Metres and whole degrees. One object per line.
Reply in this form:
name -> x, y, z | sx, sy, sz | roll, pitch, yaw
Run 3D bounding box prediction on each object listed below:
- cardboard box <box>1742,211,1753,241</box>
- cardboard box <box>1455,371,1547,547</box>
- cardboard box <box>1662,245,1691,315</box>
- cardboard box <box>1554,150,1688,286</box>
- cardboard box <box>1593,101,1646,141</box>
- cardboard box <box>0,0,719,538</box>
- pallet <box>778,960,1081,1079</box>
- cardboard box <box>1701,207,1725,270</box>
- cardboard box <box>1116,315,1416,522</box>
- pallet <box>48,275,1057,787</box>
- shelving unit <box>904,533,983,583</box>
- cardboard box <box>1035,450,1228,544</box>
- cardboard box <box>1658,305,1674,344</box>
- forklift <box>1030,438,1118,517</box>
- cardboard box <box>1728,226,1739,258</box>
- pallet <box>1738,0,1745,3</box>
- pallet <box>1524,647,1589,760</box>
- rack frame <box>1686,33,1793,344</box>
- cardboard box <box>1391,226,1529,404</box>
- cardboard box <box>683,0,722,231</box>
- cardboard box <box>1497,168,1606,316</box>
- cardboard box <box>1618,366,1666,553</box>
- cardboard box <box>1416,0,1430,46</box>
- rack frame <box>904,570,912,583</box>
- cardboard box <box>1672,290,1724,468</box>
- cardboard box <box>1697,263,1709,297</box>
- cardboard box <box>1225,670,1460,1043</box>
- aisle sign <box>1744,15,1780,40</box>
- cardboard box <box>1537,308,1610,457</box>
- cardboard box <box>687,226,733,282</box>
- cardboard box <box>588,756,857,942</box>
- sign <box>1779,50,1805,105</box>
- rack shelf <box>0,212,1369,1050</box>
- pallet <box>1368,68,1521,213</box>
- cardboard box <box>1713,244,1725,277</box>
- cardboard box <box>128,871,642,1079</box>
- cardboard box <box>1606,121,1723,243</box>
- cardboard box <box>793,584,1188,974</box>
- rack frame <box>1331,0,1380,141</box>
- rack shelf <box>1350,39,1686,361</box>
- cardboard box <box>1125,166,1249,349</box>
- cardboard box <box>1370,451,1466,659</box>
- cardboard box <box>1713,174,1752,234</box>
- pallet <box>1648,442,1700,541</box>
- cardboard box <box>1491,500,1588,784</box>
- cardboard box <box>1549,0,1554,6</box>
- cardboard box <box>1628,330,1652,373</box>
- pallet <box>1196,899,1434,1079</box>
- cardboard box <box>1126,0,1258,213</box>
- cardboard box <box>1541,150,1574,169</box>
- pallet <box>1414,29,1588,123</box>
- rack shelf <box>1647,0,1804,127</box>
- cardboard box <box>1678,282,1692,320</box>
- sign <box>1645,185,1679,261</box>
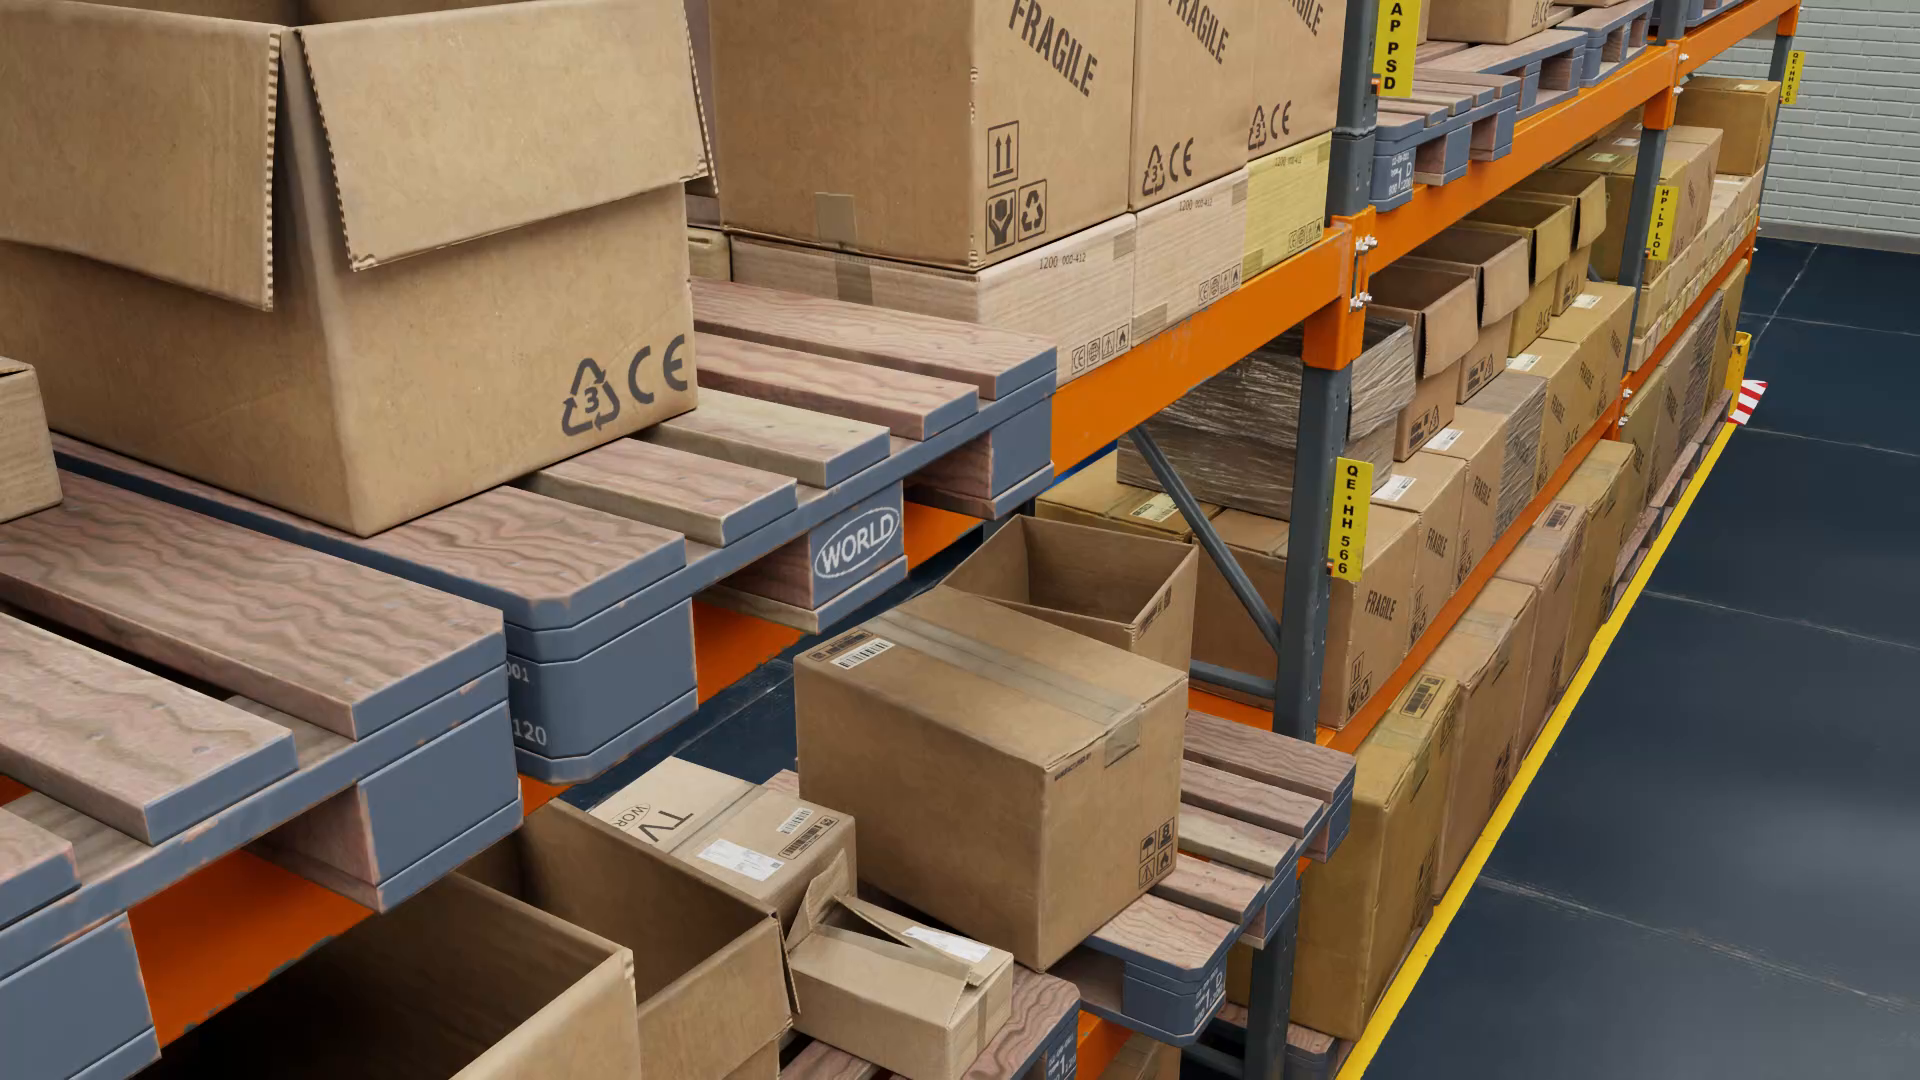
cardboard box -> 4.698, -1.973, 10.348 | 0.380, 0.149, 0.250 | 14, 27, 29
cardboard box -> 1.812, -0.335, 6.122 | 0.500, 0.500, 0.500 | 14, 27, 29
cardboard box -> 3.369, -1.354, 8.416 | 0.500, 0.250, 0.500 | 14, 27, 29
cardboard box -> 3.101, -1.535, 7.892 | 0.500, 0.500, 0.500 | 14, 27, 29
cardboard box -> 3.727, -2.327, 9.720 | 0.500, 0.500, 0.500 | 13, 27, 28
cardboard box -> -0.760, -0.388, 1.937 | 0.797, 0.503, 0.637 | 15, 28, 31
pallet -> -0.488, 1.099, 3.177 | 1.003, 0.211, 1.213 | 14, 27, 29
cardboard box -> 3.904, -1.695, 9.203 | 0.500, 0.250, 0.500 | 14, 27, 29
cardboard box -> 0.921, -0.415, 5.045 | 0.797, 0.503, 0.637 | 15, 28, 31
pallet -> -0.628, -0.143, 2.264 | 1.213, 0.211, 1.003 | 14, 27, 29
shelving unit -> -0.195, -0.629, 8.815 | 0.431, 1.500, 0.755 | 17, 29, 34
cardboard box -> 0.571, 0.070, 5.187 | 0.500, 0.500, 0.500 | 15, 27, 31
cardboard box -> 3.347, -1.108, 8.350 | 0.380, 0.149, 0.250 | 15, 28, 31
forklift -> 1.200, -1.820, 9.764 | 1.130, 2.935, 3.031 | 21, 31, 39
cardboard box -> 4.431, -1.804, 9.958 | 0.380, 0.149, 0.250 | 14, 27, 30
pallet -> 3.716, -3.036, 8.822 | 1.003, 0.211, 1.213 | 14, 27, 29
pallet -> 2.289, 0.540, 7.736 | 1.003, 0.211, 1.213 | 14, 27, 29
rack frame -> 4.742, -2.366, 10.939 | 1.000, 3.000, 0.127 | 14, 27, 29
cardboard box -> 1.615, -0.862, 6.078 | 0.797, 0.503, 0.637 | 15, 27, 31
cardboard box -> -0.475, -0.871, 2.956 | 0.500, 0.500, 0.500 | 13, 27, 27
cardboard box -> 2.302, -1.305, 7.099 | 0.797, 0.503, 0.637 | 13, 27, 28
cardboard box -> 3.048, -0.439, 8.635 | 0.875, 0.875, 0.875 | 14, 27, 29
cardboard box -> 1.163, -1.811, 5.229 | 0.500, 0.500, 0.500 | 16, 28, 32
rack frame -> -0.416, -0.513, 8.548 | 0.400, 1.500, 0.023 | 17, 29, 34
cardboard box -> 3.992, -1.043, 10.030 | 0.875, 0.875, 0.875 | 14, 27, 29
cardboard box -> 3.891, -1.457, 9.156 | 0.380, 0.149, 0.250 | 13, 27, 27
cardboard box -> 0.903, 0.888, 5.568 | 1.225, 0.875, 0.875 | 12, 26, 27
aisle sign -> 5.034, -3.520, 10.333 | 0.394, 0.787, 0.004 | 14, 27, 29
cardboard box -> 2.350, -0.681, 6.921 | 0.500, 0.500, 0.500 | 15, 27, 31
cardboard box -> -0.477, -0.519, 3.087 | 0.500, 0.250, 0.500 | 15, 27, 30
cardboard box -> -0.558, 0.728, 3.453 | 0.500, 0.250, 0.500 | 13, 27, 27
sign -> 5.195, -2.887, 10.388 | 0.100, 0.325, 0.005 | 14, 27, 29
rack shelf -> -0.533, -0.037, 2.689 | 1.077, 0.370, 4.000 | 14, 27, 29
pallet -> 0.816, -1.184, 4.671 | 1.213, 0.211, 1.003 | 15, 28, 31
cardboard box -> 4.160, -1.629, 9.552 | 0.380, 0.149, 0.250 | 14, 27, 29
cardboard box -> -1.050, 0.978, 1.932 | 1.000, 1.000, 1.000 | 14, 27, 29
cardboard box -> 3.638, -1.877, 8.680 | 0.500, 0.500, 0.500 | 13, 27, 27
cardboard box -> 0.061, 0.496, 3.674 | 0.700, 0.500, 0.500 | 19, 30, 37
rack frame -> 0.522, -2.419, 3.510 | 1.000, 3.000, 0.127 | 14, 27, 29
rack shelf -> 1.577, -1.387, 5.808 | 1.077, 0.370, 4.000 | 14, 27, 29
cardboard box -> 0.229, -0.591, 3.253 | 0.500, 0.250, 0.500 | 14, 27, 29
cardboard box -> 1.279, 0.007, 5.332 | 0.500, 0.500, 0.500 | 13, 27, 28
cardboard box -> 4.443, -2.043, 10.008 | 0.500, 0.250, 0.500 | 13, 27, 28
pallet -> 3.742, -0.390, 9.884 | 1.003, 0.211, 1.213 | 14, 27, 29
cardboard box -> 1.840, 0.289, 6.953 | 1.225, 0.875, 0.875 | 13, 27, 27
cardboard box -> 1.976, -2.193, 6.347 | 0.500, 0.311, 0.500 | 13, 27, 27
cardboard box -> 3.070, -0.930, 7.940 | 0.380, 0.149, 0.250 | 14, 27, 29
pallet -> 1.001, 1.364, 5.834 | 1.003, 0.211, 1.213 | 14, 27, 29
cardboard box -> 0.221, -0.929, 3.089 | 0.500, 0.500, 0.500 | 14, 27, 29
cardboard box -> 2.647, -1.639, 8.130 | 0.500, 0.500, 0.500 | 15, 27, 30
pallet -> 1.404, -1.562, 5.544 | 1.003, 0.211, 1.213 | 15, 28, 31
rack shelf -> 3.687, -2.737, 8.927 | 1.077, 0.370, 4.000 | 14, 27, 29
cardboard box -> 3.619, -1.284, 8.756 | 0.380, 0.149, 0.250 | 13, 27, 28
sign -> 3.098, -1.400, 7.351 | 0.100, 0.325, 0.005 | 14, 27, 29
